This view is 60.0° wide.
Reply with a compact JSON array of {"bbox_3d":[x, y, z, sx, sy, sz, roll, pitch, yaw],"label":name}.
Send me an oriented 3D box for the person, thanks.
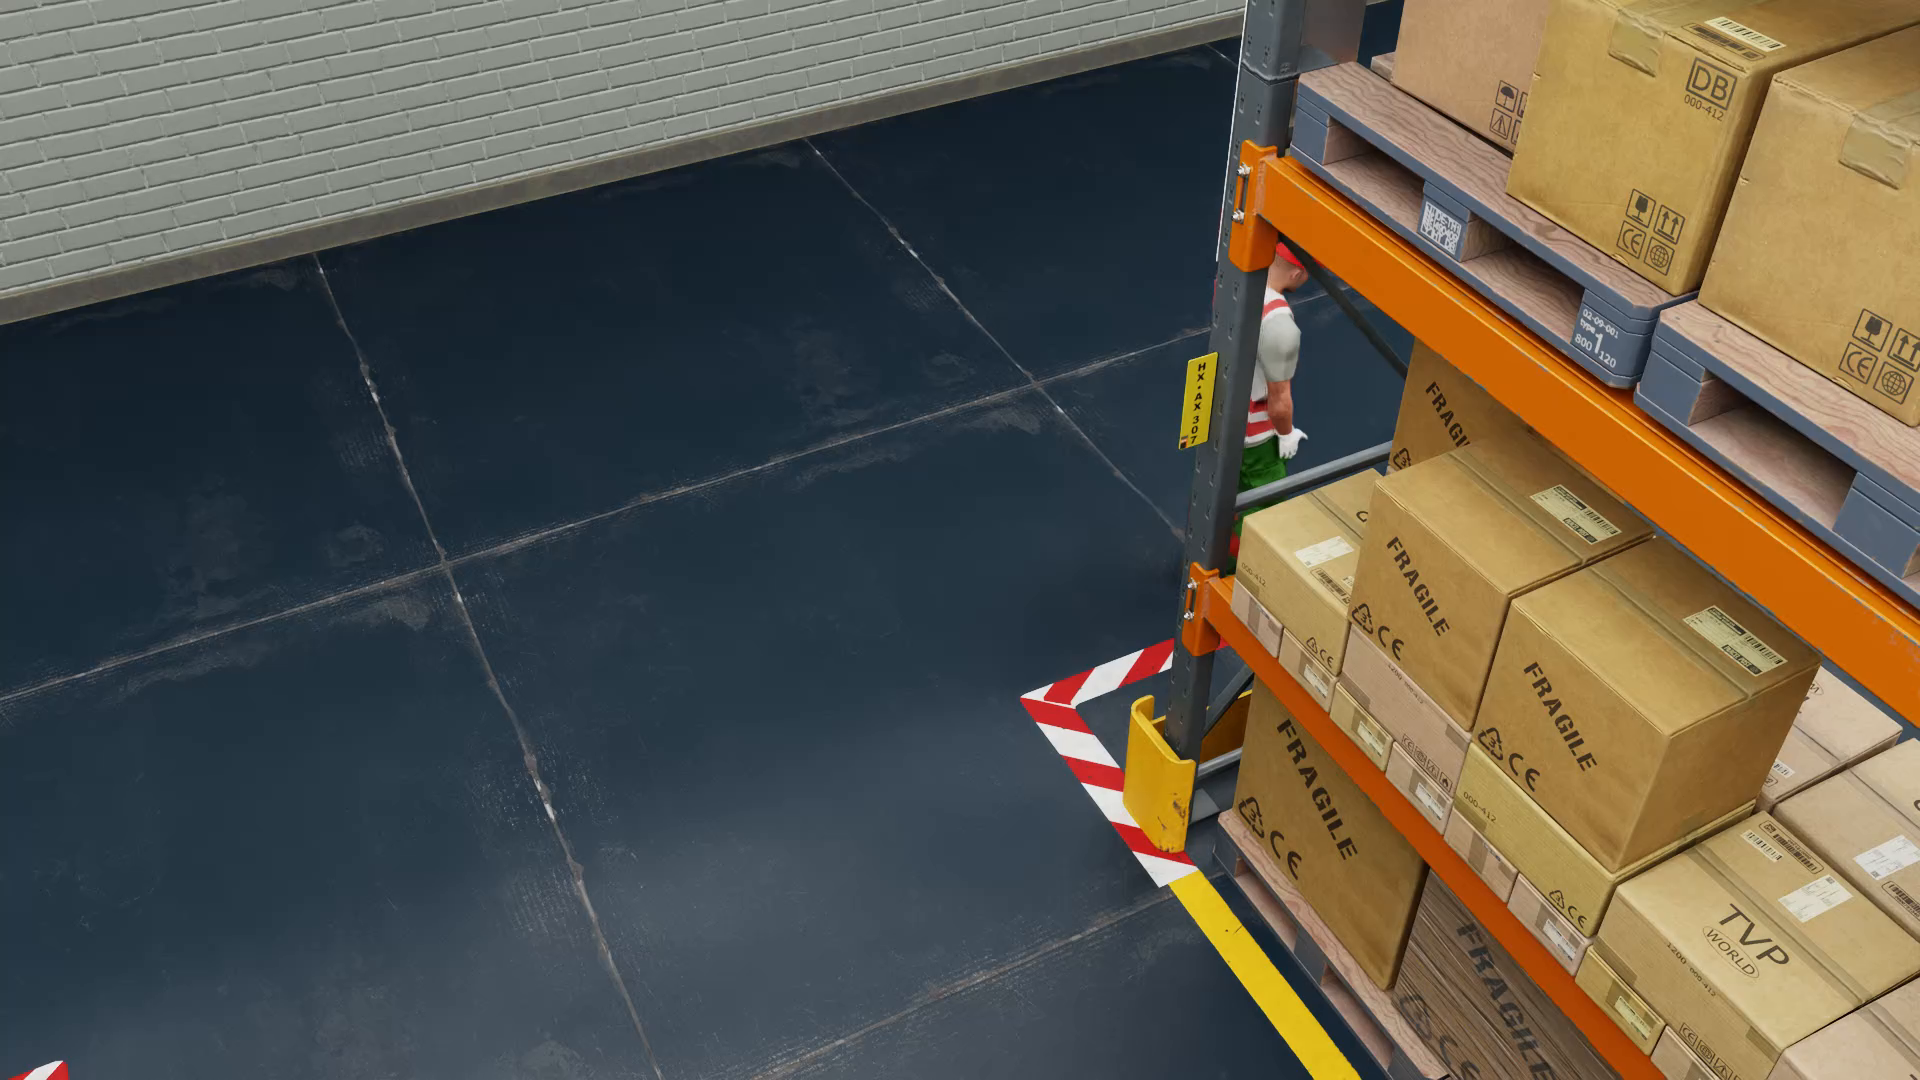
[{"bbox_3d":[1.199,-0.518,6.790,0.477,1.723,0.547,-10,42,-11],"label":"person"}]
